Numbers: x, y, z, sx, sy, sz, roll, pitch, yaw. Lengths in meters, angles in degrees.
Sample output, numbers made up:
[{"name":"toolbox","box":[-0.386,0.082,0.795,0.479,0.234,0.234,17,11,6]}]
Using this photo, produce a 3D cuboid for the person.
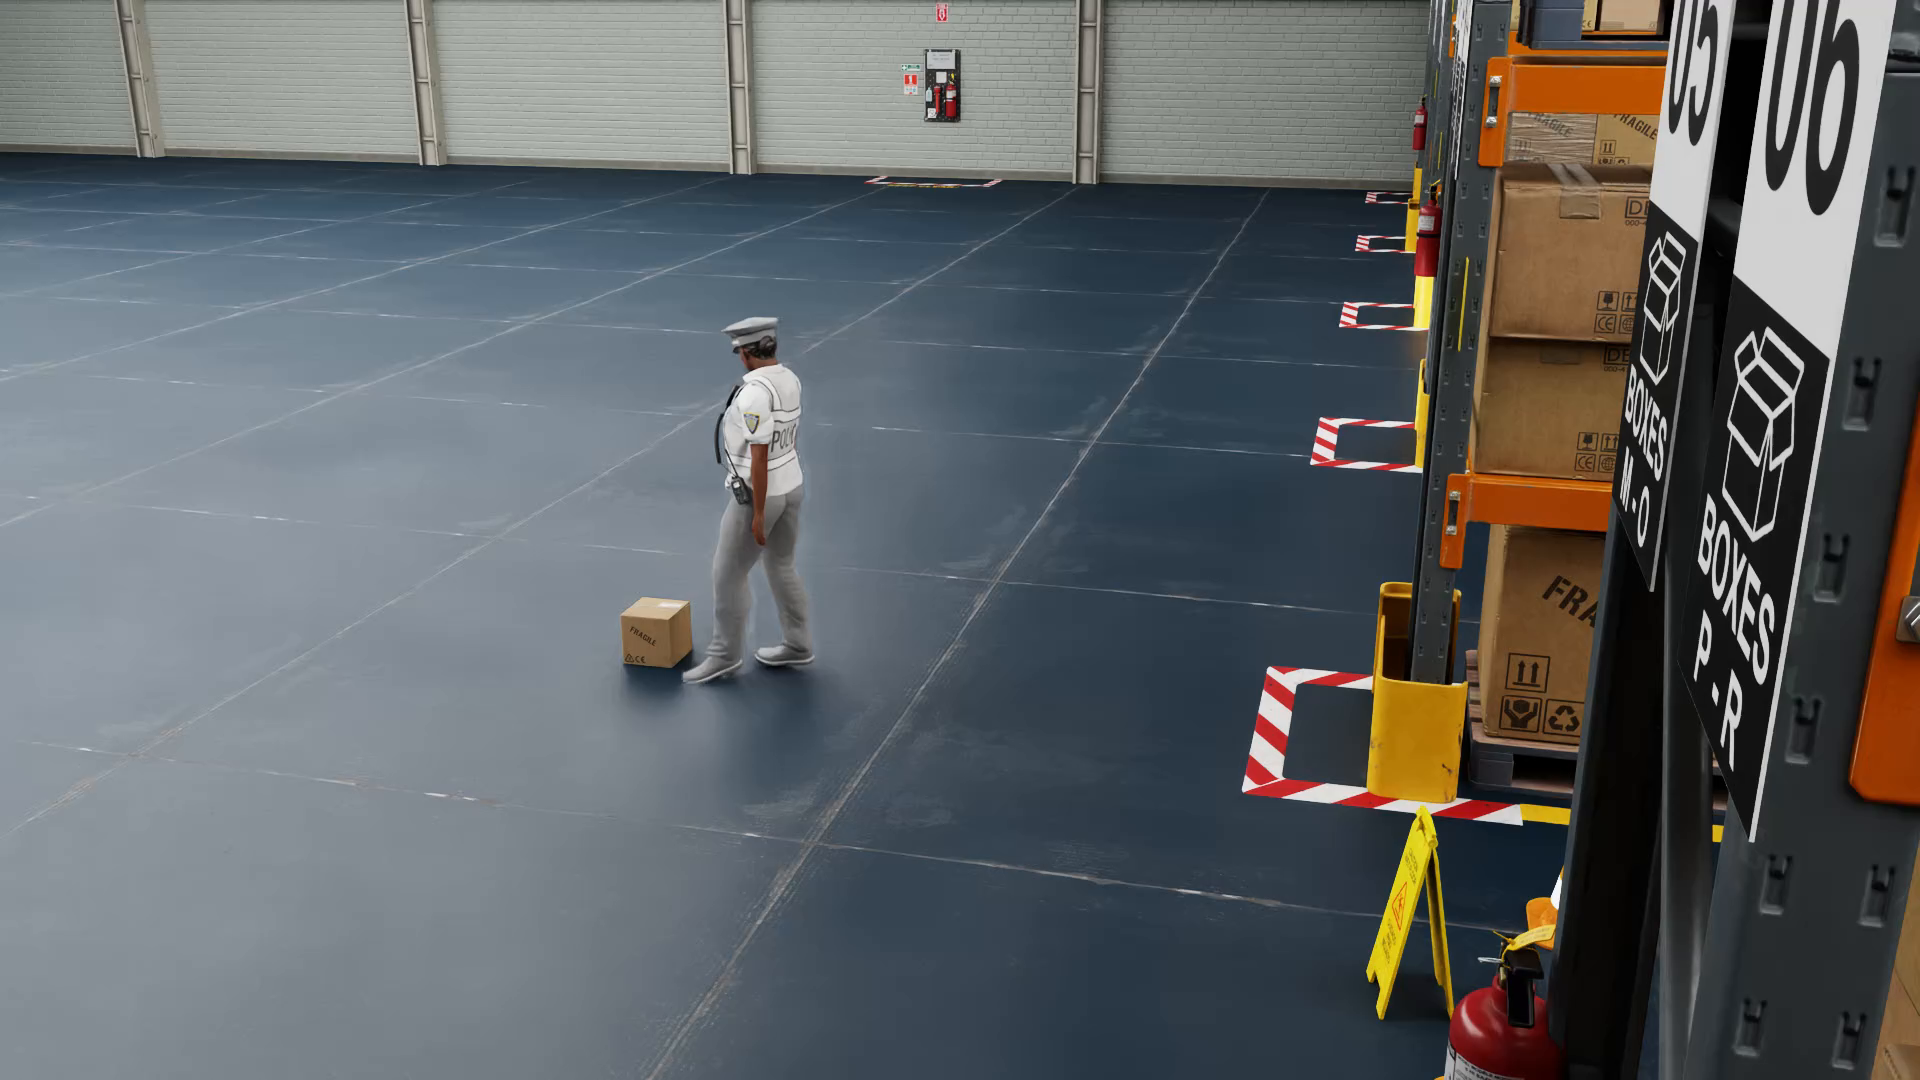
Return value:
[{"name":"person","box":[-0.968,-0.175,7.587,0.544,1.690,0.501,6,19,18]}]
